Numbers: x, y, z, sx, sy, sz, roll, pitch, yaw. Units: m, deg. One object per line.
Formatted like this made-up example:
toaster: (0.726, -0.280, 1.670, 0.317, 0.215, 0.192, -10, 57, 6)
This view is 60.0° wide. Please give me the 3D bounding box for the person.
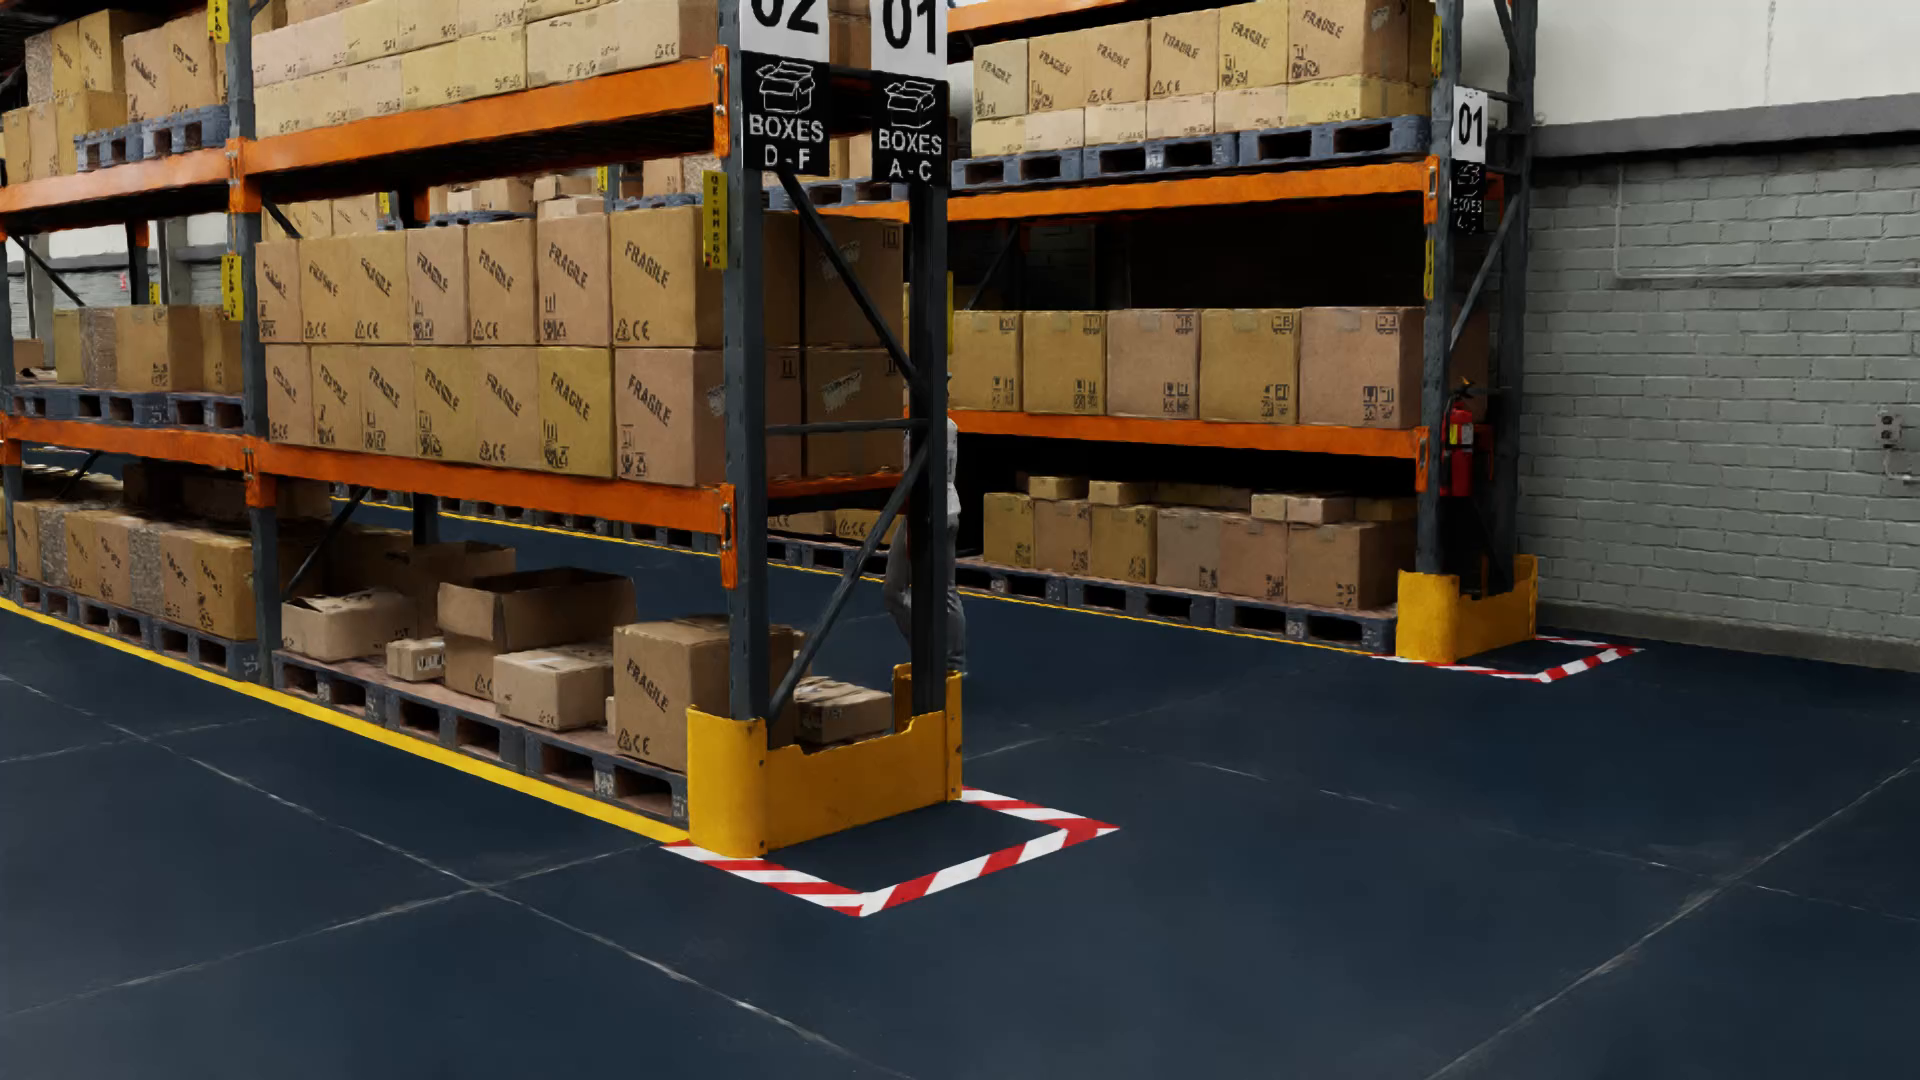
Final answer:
person: (-0.171, -0.075, 8.694, 0.360, 1.669, 0.560, 3, 8, 20)
